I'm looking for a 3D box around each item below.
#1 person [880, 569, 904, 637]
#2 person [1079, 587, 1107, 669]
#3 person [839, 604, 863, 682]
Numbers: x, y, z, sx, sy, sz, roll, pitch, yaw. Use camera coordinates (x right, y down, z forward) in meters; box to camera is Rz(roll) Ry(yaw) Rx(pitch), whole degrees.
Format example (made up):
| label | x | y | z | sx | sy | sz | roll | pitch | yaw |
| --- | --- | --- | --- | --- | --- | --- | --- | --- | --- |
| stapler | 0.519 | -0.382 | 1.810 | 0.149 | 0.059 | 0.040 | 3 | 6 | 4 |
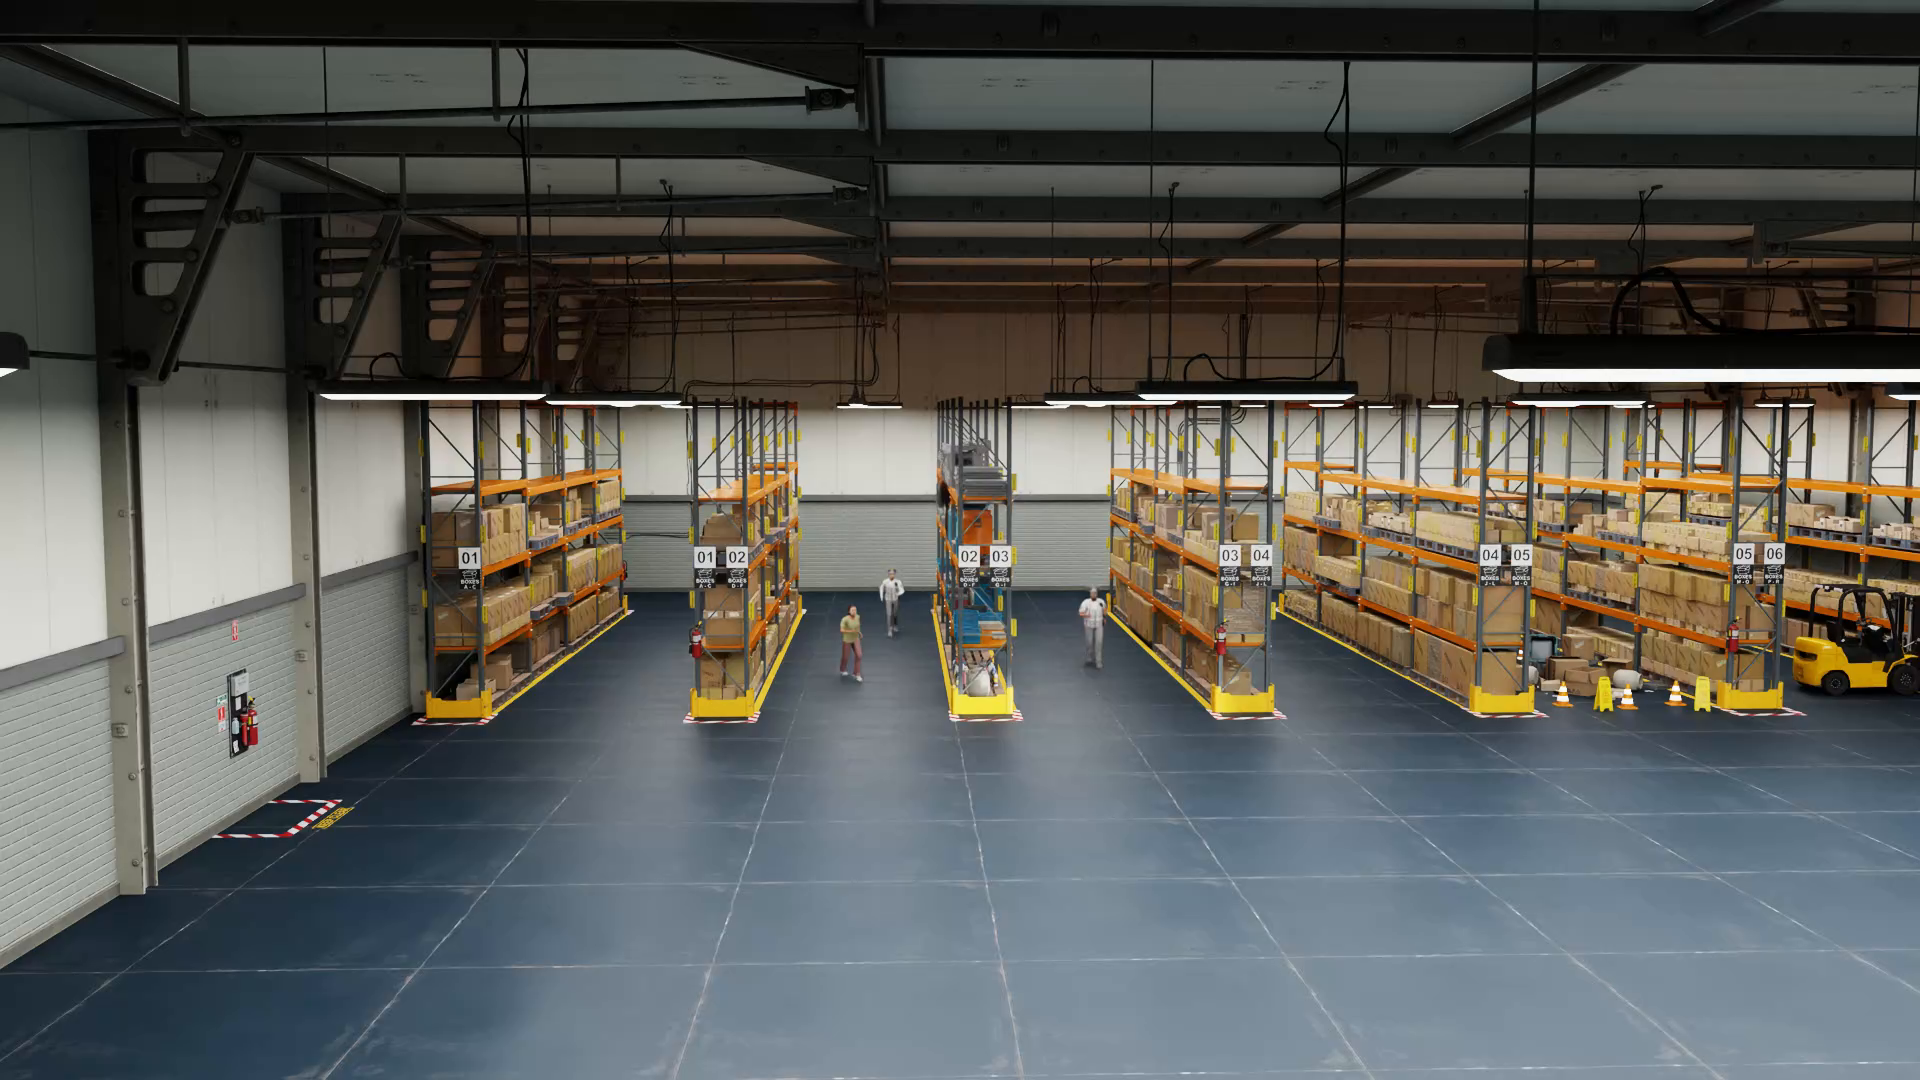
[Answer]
| label | x | y | z | sx | sy | sz | roll | pitch | yaw |
| --- | --- | --- | --- | --- | --- | --- | --- | --- | --- |
| person | -1.748 | 1.592 | 42.661 | 0.636 | 1.708 | 0.792 | 0 | 4 | 1 |
| person | 3.008 | 1.943 | 37.419 | 0.674 | 1.800 | 0.969 | -1 | 4 | -7 |
| person | -2.337 | 2.172 | 35.468 | 0.573 | 1.639 | 0.938 | -2 | 5 | -23 |
